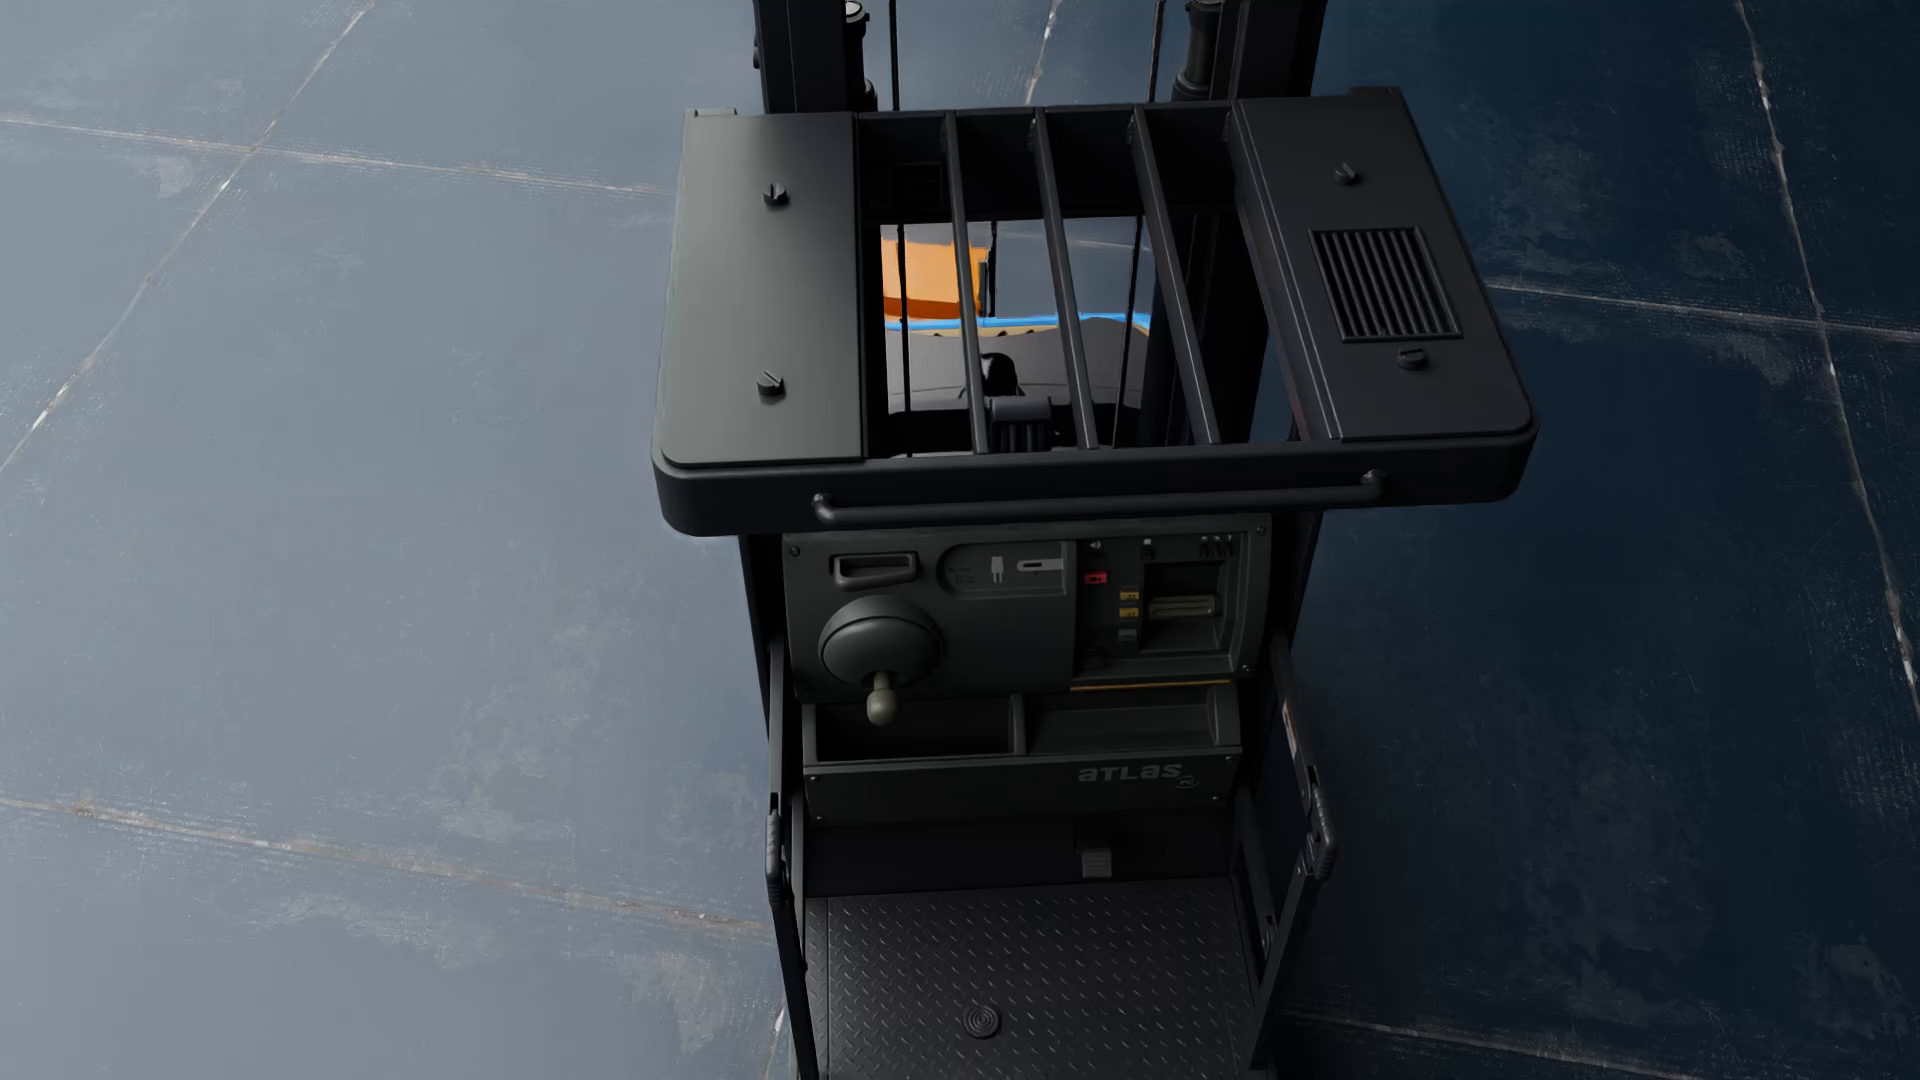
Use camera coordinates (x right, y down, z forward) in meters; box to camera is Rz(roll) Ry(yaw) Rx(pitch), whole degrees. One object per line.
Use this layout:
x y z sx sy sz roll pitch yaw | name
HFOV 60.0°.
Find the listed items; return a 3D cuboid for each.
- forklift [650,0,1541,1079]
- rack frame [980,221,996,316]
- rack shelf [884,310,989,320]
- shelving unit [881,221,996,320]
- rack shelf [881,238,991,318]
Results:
0.146 0.247 3.057 1.130 2.935 3.031 -3 48 -2 | forklift
0.075 -0.408 4.810 0.015 1.200 0.240 6 48 5 | rack frame
-0.167 -0.536 4.715 0.480 0.148 0.258 6 48 5 | rack shelf
-0.167 -0.432 4.831 0.503 1.200 0.258 6 48 5 | shelving unit
-0.167 -0.694 4.539 0.480 0.148 0.258 6 48 5 | rack shelf
